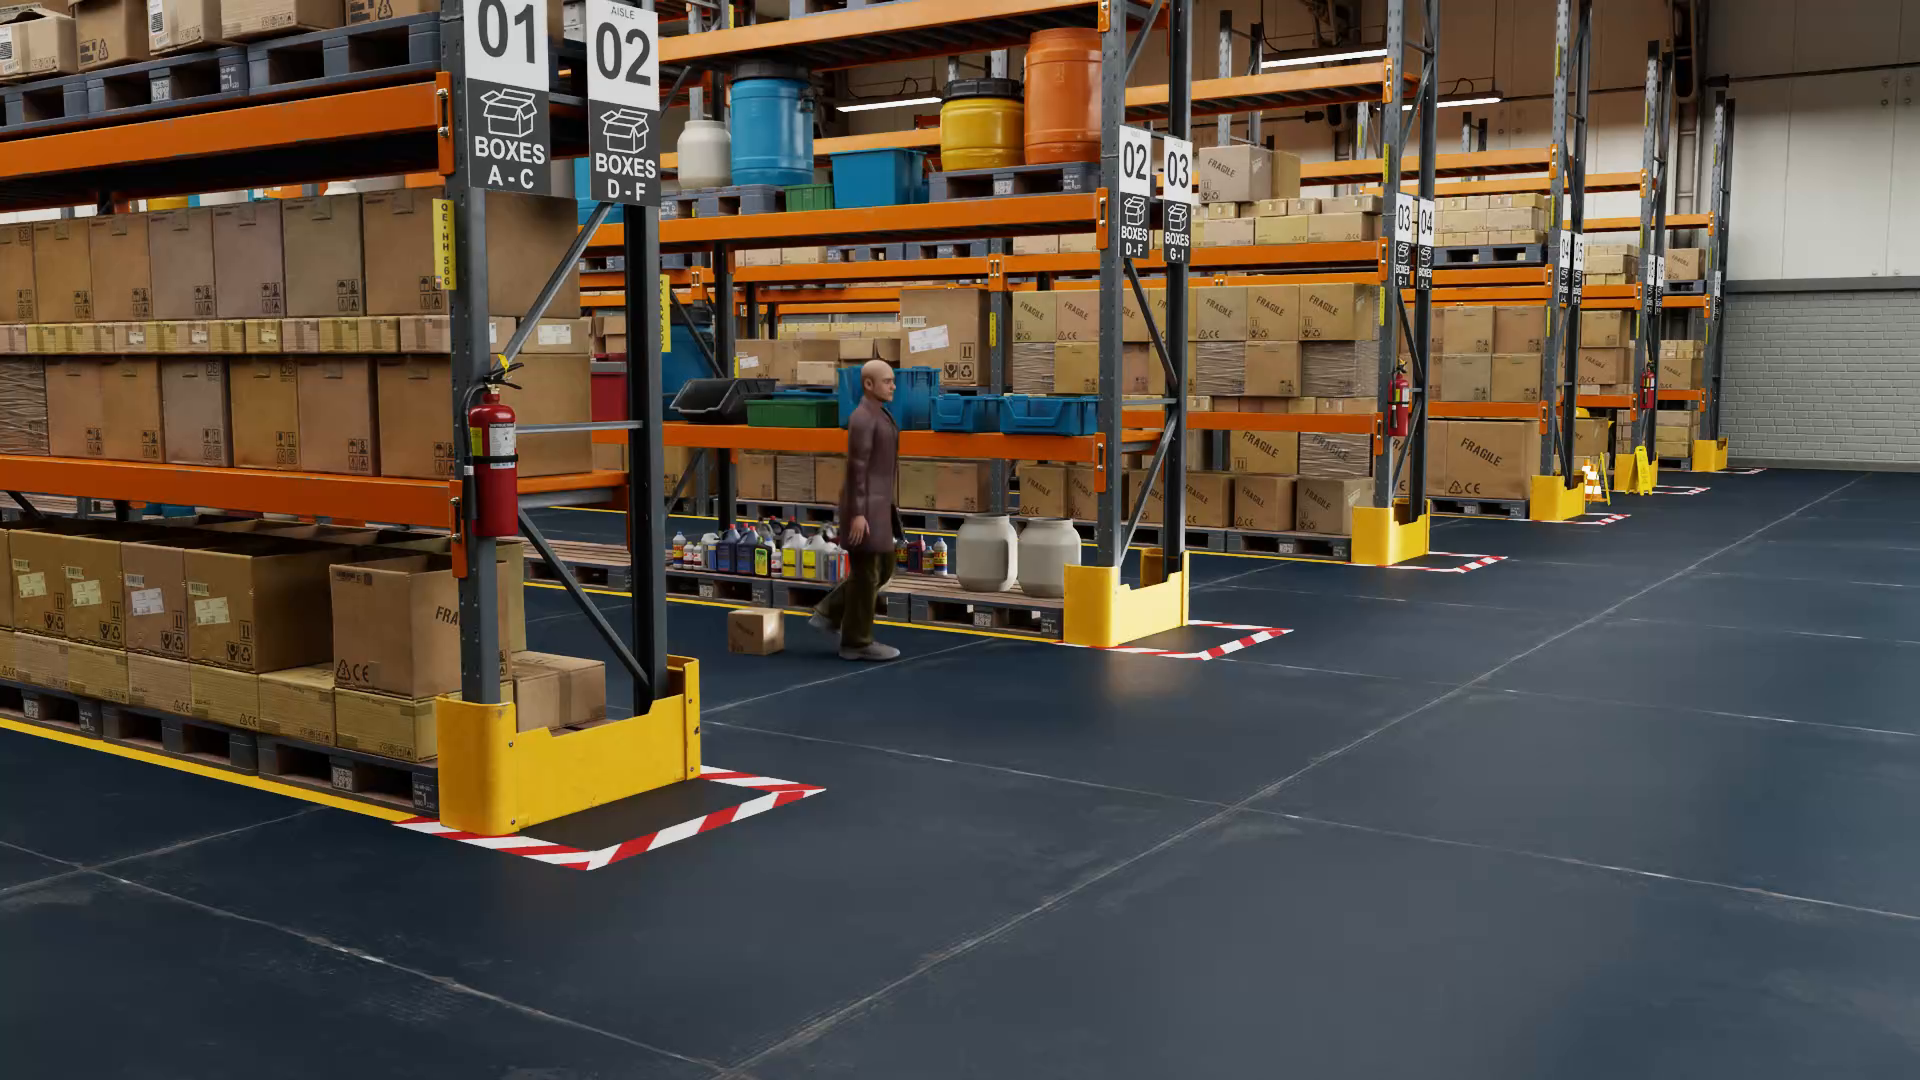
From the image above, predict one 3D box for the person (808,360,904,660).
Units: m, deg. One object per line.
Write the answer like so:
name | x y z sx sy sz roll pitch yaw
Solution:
person | -0.631 -0.175 9.843 0.574 1.773 0.628 0 6 4
